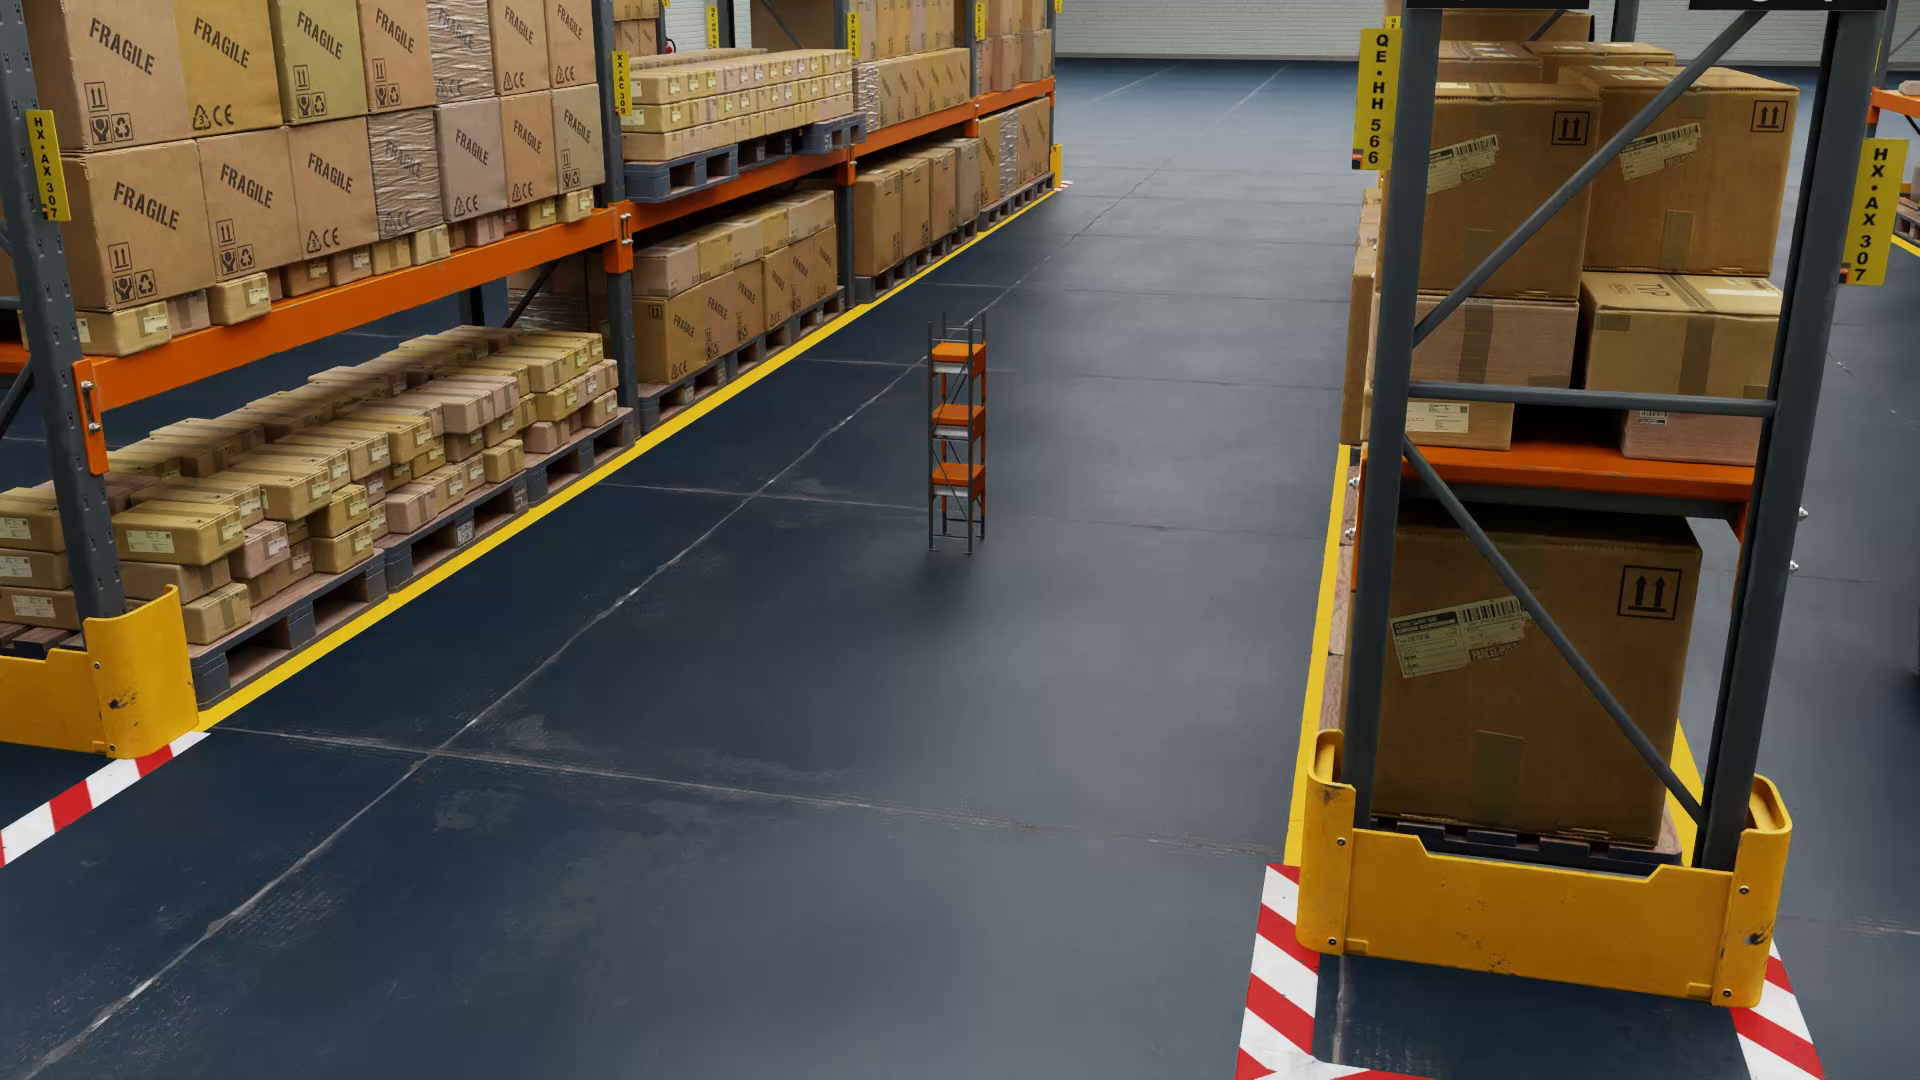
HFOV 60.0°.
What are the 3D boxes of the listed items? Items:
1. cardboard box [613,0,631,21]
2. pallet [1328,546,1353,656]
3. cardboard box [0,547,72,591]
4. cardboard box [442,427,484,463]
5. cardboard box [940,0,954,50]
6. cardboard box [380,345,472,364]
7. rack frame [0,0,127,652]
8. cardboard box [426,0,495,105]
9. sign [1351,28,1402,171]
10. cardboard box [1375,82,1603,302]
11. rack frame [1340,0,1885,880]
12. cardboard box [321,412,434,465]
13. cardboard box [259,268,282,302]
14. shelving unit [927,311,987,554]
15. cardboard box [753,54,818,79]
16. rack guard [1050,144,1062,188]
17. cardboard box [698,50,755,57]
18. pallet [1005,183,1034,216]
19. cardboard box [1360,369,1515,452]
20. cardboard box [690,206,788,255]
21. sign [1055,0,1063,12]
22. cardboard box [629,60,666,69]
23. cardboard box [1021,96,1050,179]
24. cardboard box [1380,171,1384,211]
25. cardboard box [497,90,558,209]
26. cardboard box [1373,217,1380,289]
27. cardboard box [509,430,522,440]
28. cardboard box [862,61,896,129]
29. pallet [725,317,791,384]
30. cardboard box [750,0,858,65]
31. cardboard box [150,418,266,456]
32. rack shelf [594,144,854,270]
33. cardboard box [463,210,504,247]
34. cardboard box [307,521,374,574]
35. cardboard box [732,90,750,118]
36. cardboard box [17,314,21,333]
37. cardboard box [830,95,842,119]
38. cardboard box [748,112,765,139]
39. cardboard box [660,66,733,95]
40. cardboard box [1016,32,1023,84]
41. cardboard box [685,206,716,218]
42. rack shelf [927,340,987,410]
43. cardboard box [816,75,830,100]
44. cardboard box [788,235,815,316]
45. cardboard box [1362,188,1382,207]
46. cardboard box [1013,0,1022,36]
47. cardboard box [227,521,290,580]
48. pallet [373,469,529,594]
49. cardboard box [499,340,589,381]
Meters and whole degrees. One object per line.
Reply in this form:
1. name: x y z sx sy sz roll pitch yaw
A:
1. cardboard box: -4.256 -6.290 19.301 0.700 0.500 0.500 4 19 13
2. pallet: 1.933 0.347 6.346 1.003 0.211 1.213 5 19 13
3. cardboard box: -3.419 0.063 6.162 0.380 0.149 0.250 4 19 12
4. cardboard box: -2.450 -0.473 7.731 0.380 0.149 0.250 4 19 11
5. cardboard box: -0.455 -4.884 15.644 0.700 0.500 0.500 4 19 12
6. cardboard box: -2.718 -0.887 8.483 0.380 0.149 0.250 4 19 13
7. rack frame: -3.272 -0.758 5.267 1.000 3.000 0.127 5 19 13
8. cardboard box: -2.407 -2.183 7.275 0.500 0.500 0.500 5 20 15
9. sign: 0.991 -1.042 3.940 0.100 0.325 0.005 5 19 13
10. cardboard box: 1.378 -0.933 4.390 0.500 0.500 0.500 5 19 14
11. rack frame: 1.513 -0.335 4.027 1.000 3.000 0.127 5 19 13
12. cardboard box: -2.512 -0.441 7.178 0.380 0.149 0.250 5 19 14
13. cardboard box: -2.804 -0.970 6.276 0.380 0.149 0.250 6 20 16
14. shelving unit: -0.013 -0.480 7.469 0.215 1.050 0.252 5 19 13
15. cardboard box: -1.181 -3.193 11.212 0.380 0.149 0.250 5 20 15
16. rack guard: 0.643 -4.598 20.375 1.175 0.500 0.348 5 19 13
17. cardboard box: -1.681 -3.413 11.858 0.380 0.149 0.250 4 19 12
18. pallet: 0.218 -3.815 18.532 1.003 0.211 1.213 5 19 13
19. cardboard box: 1.281 -0.354 4.471 0.380 0.149 0.250 5 19 14
20. cardboard box: -1.482 -2.084 11.206 0.500 0.250 0.500 5 20 15
21. sign: 1.160 -6.386 19.585 0.100 0.325 0.005 5 19 13
22. cardboard box: -2.066 -2.923 10.423 0.380 0.149 0.250 4 19 11
23. cardboard box: 0.536 -4.749 19.587 0.875 0.875 0.875 5 19 14
24. cardboard box: 2.340 -1.804 8.174 0.500 0.500 0.500 5 19 14
25. cardboard box: -2.267 -1.863 7.888 0.500 0.500 0.500 4 19 12
26. cardboard box: 1.623 -0.896 5.442 0.500 0.250 0.500 4 19 12
27. cardboard box: -2.388 -0.476 8.201 0.380 0.149 0.250 4 19 12
28. cardboard box: -0.824 -3.592 13.408 0.500 0.500 0.500 4 19 13
29. pallet: -1.809 -1.320 11.226 1.003 0.211 1.213 5 19 13
30. cardboard box: -1.198 -3.926 12.840 0.700 0.500 0.500 5 19 13
31. cardboard box: -3.194 -0.405 7.074 0.380 0.149 0.250 5 20 15
32. rack shelf: -1.806 -2.298 10.889 1.077 0.370 4.000 5 19 13
33. cardboard box: -2.342 -1.450 7.682 0.380 0.149 0.250 4 19 11
34. cardboard box: -2.626 0.015 6.764 0.380 0.149 0.250 5 19 14
35. cardboard box: -1.501 -2.648 10.079 0.380 0.149 0.250 5 20 16
36. cardboard box: -3.369 -0.839 5.891 0.380 0.149 0.250 5 19 13
37. cardboard box: -1.054 -3.077 11.794 0.380 0.149 0.250 5 19 13
38. cardboard box: -1.438 -2.589 10.365 0.380 0.149 0.250 4 19 12
39. cardboard box: -1.561 -2.707 9.789 0.380 0.149 0.250 4 19 13
40. cardboard box: 0.219 -5.384 18.579 0.875 0.550 0.550 5 19 13
41. cardboard box: -1.977 -2.126 11.329 0.500 0.250 0.500 5 19 14
42. rack shelf: -0.013 -0.739 7.380 0.215 0.259 0.240 5 19 13
43. cardboard box: -1.121 -3.129 11.486 0.380 0.149 0.250 5 20 15
44. cardboard box: -1.355 -1.892 11.804 0.500 0.500 0.500 5 20 16
45. cardboard box: 3.279 -1.821 11.015 1.225 0.875 0.875 4 19 11
46. cardboard box: 0.193 -5.721 17.894 0.875 0.550 0.500 5 19 13
47. cardboard box: -2.773 0.026 6.271 0.380 0.149 0.250 5 19 13
48. pallet: -2.720 -0.095 7.640 1.003 0.211 1.213 5 19 13
49. cardboard box: -2.153 -0.928 8.604 0.380 0.149 0.250 5 19 14
